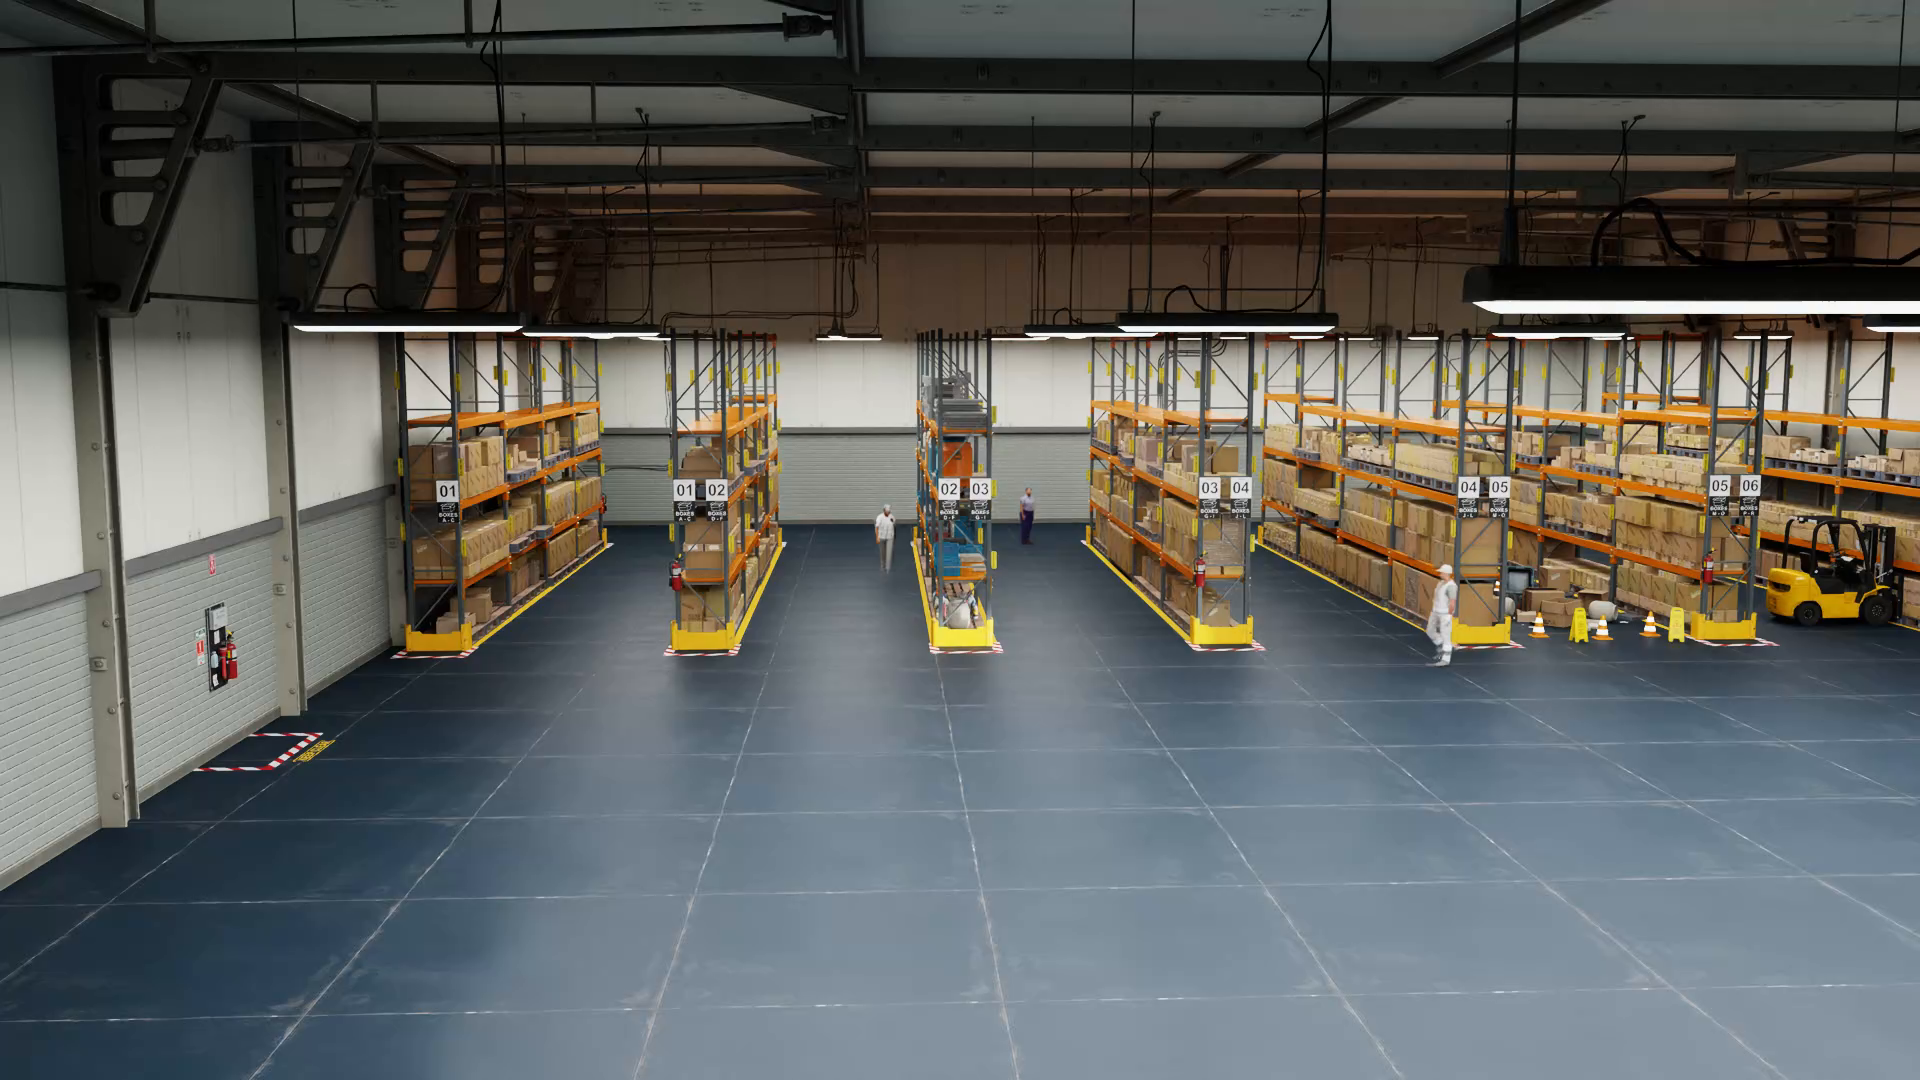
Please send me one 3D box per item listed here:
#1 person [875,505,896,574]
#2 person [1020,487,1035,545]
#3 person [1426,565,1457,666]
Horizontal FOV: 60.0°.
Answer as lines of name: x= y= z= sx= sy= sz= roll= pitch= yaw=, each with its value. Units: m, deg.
person: x=-1.769 y=-0.040 z=39.576 sx=0.492 sy=1.621 sz=0.921 roll=0 pitch=7 yaw=1
person: x=1.946 y=-0.698 z=47.621 sx=0.501 sy=1.663 sz=0.376 roll=-5 pitch=9 yaw=-38
person: x=8.616 y=1.324 z=29.742 sx=0.478 sy=1.789 sz=0.624 roll=-3 pitch=7 yaw=-23
